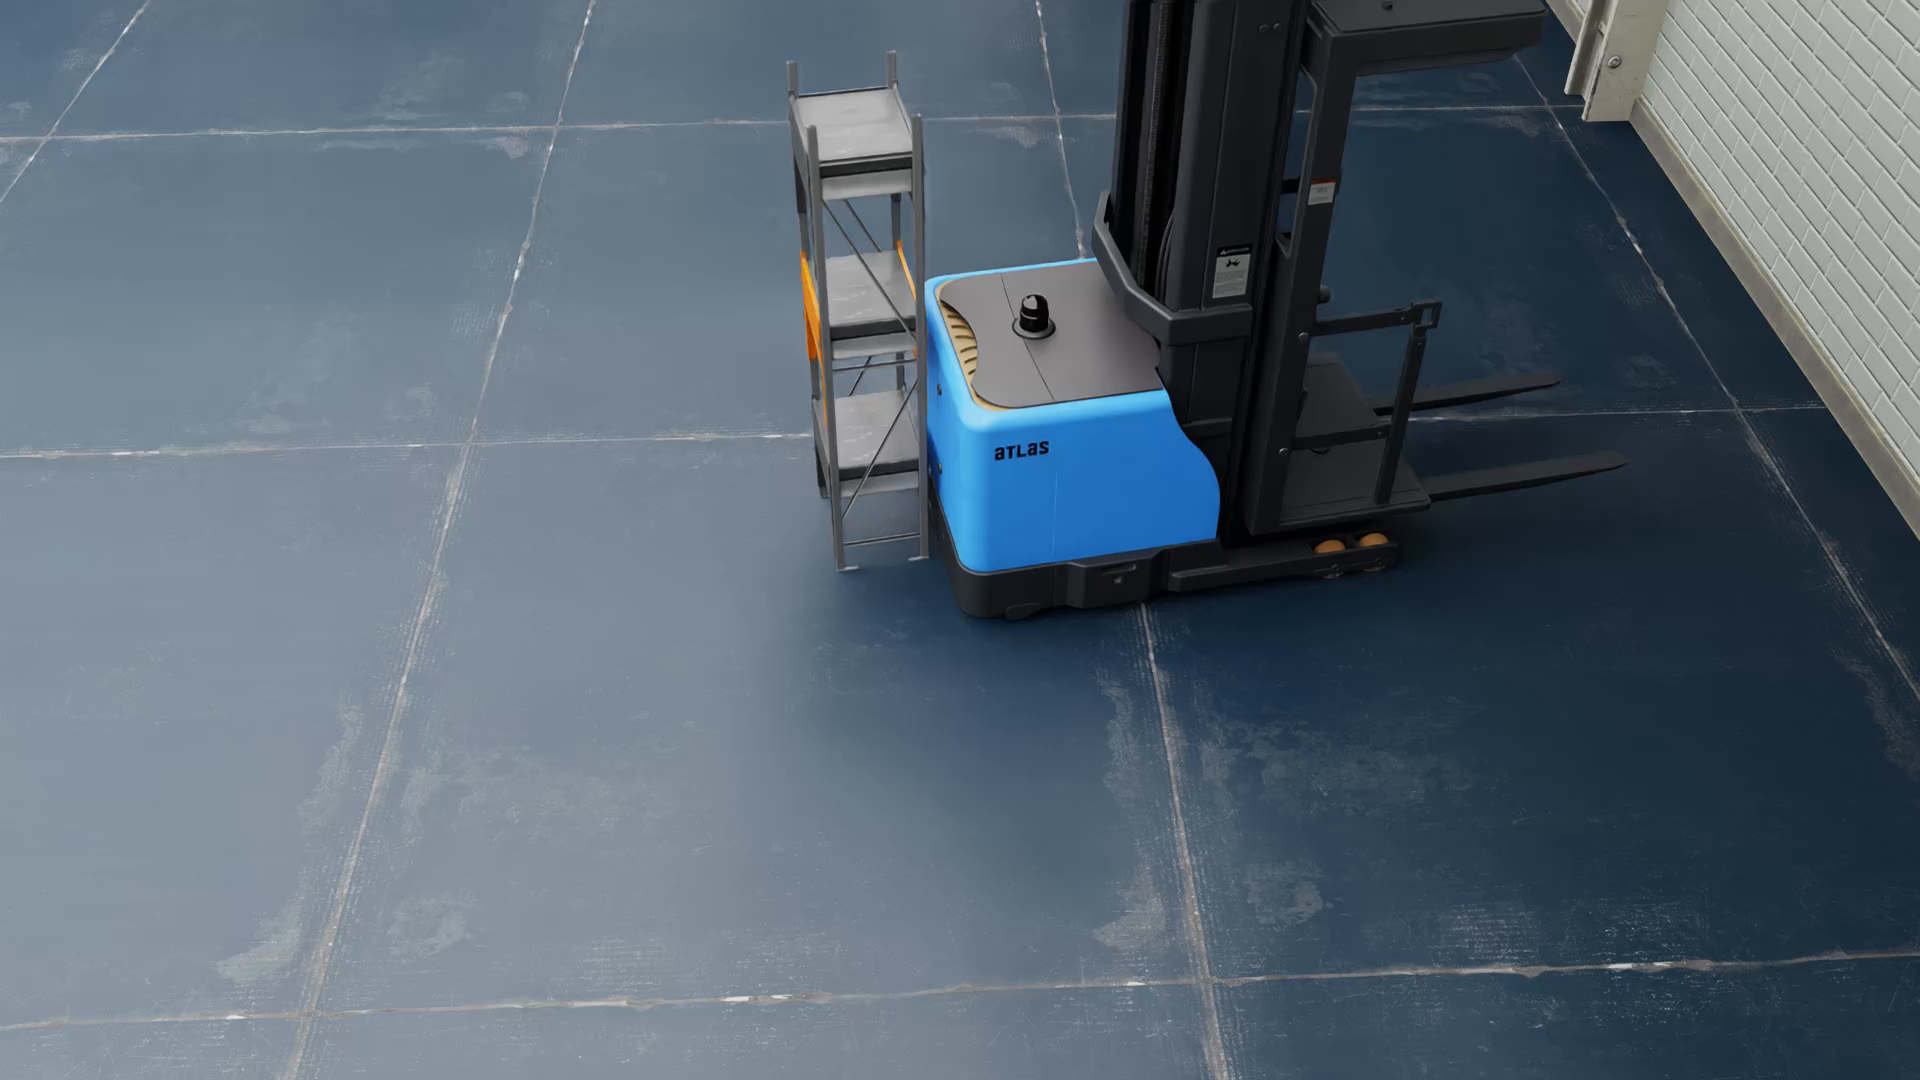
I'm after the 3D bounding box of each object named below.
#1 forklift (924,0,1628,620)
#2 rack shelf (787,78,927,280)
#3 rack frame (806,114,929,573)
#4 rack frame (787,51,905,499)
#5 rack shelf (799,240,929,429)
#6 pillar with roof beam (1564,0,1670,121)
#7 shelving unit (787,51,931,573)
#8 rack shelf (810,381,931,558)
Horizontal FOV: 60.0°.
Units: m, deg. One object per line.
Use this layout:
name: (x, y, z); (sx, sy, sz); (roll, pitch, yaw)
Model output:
forklift: (1.380, -1.260, 6.456); (3.031, 2.935, 1.130); (-8, 43, -9)
rack shelf: (-0.381, -1.334, 6.136); (0.431, 0.518, 0.480); (-8, 43, -9)
rack frame: (-0.329, -0.667, 6.424); (0.400, 2.100, 0.015); (-8, 43, -9)
rack frame: (-0.433, -0.989, 6.775); (0.400, 2.100, 0.015); (-8, 43, -9)
rack shelf: (-0.381, -0.818, 6.609); (0.431, 0.518, 0.480); (-8, 43, -9)
pillar with roof beam: (-0.404, -5.848, 6.971); (9.100, 9.000, 0.400); (-2, 43, -2)
shelving unit: (-0.381, -0.828, 6.599); (0.431, 2.100, 0.503); (-8, 43, -9)
rack shelf: (-0.381, -0.302, 7.082); (0.431, 0.518, 0.480); (-8, 43, -9)
